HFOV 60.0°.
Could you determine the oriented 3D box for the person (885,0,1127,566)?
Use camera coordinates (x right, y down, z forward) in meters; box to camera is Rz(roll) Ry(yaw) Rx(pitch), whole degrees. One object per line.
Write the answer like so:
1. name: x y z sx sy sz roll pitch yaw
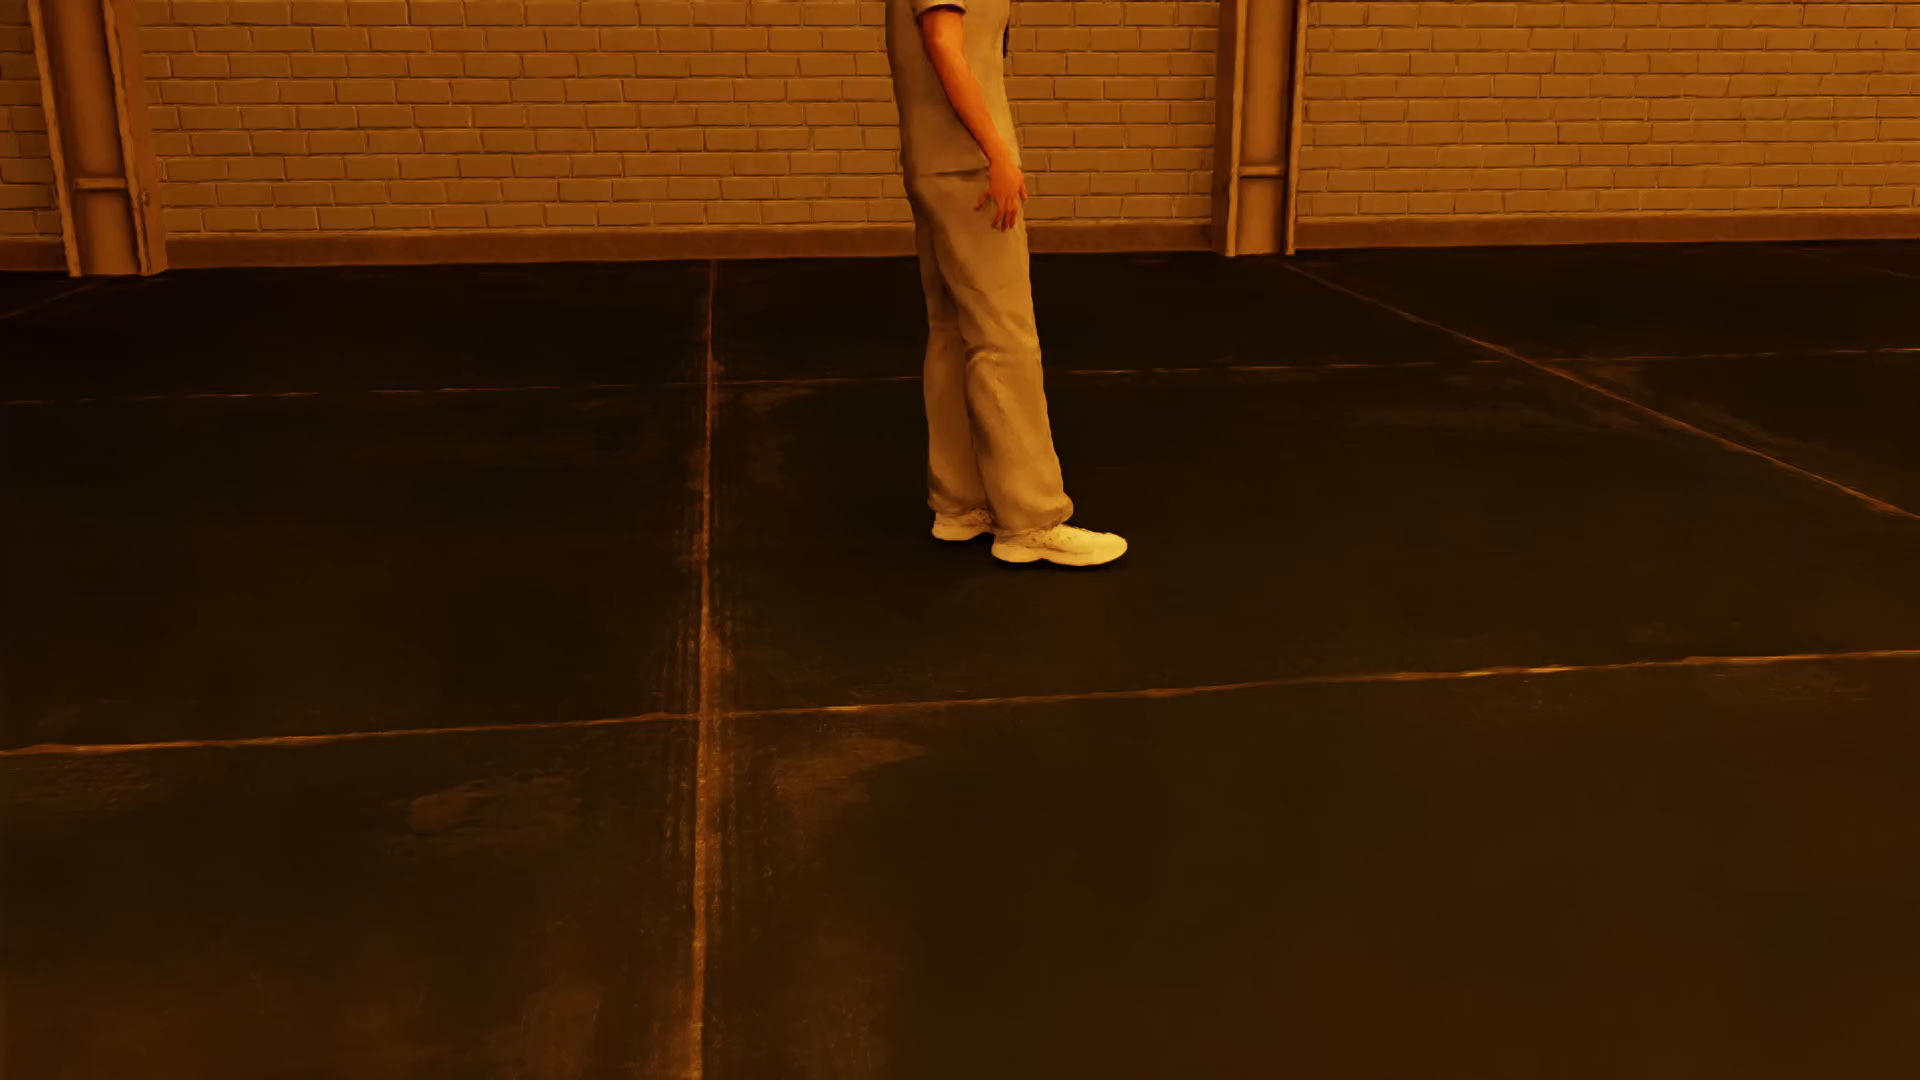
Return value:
1. person: 0.075 -0.808 3.719 0.548 1.674 0.550 -2 17 -8
